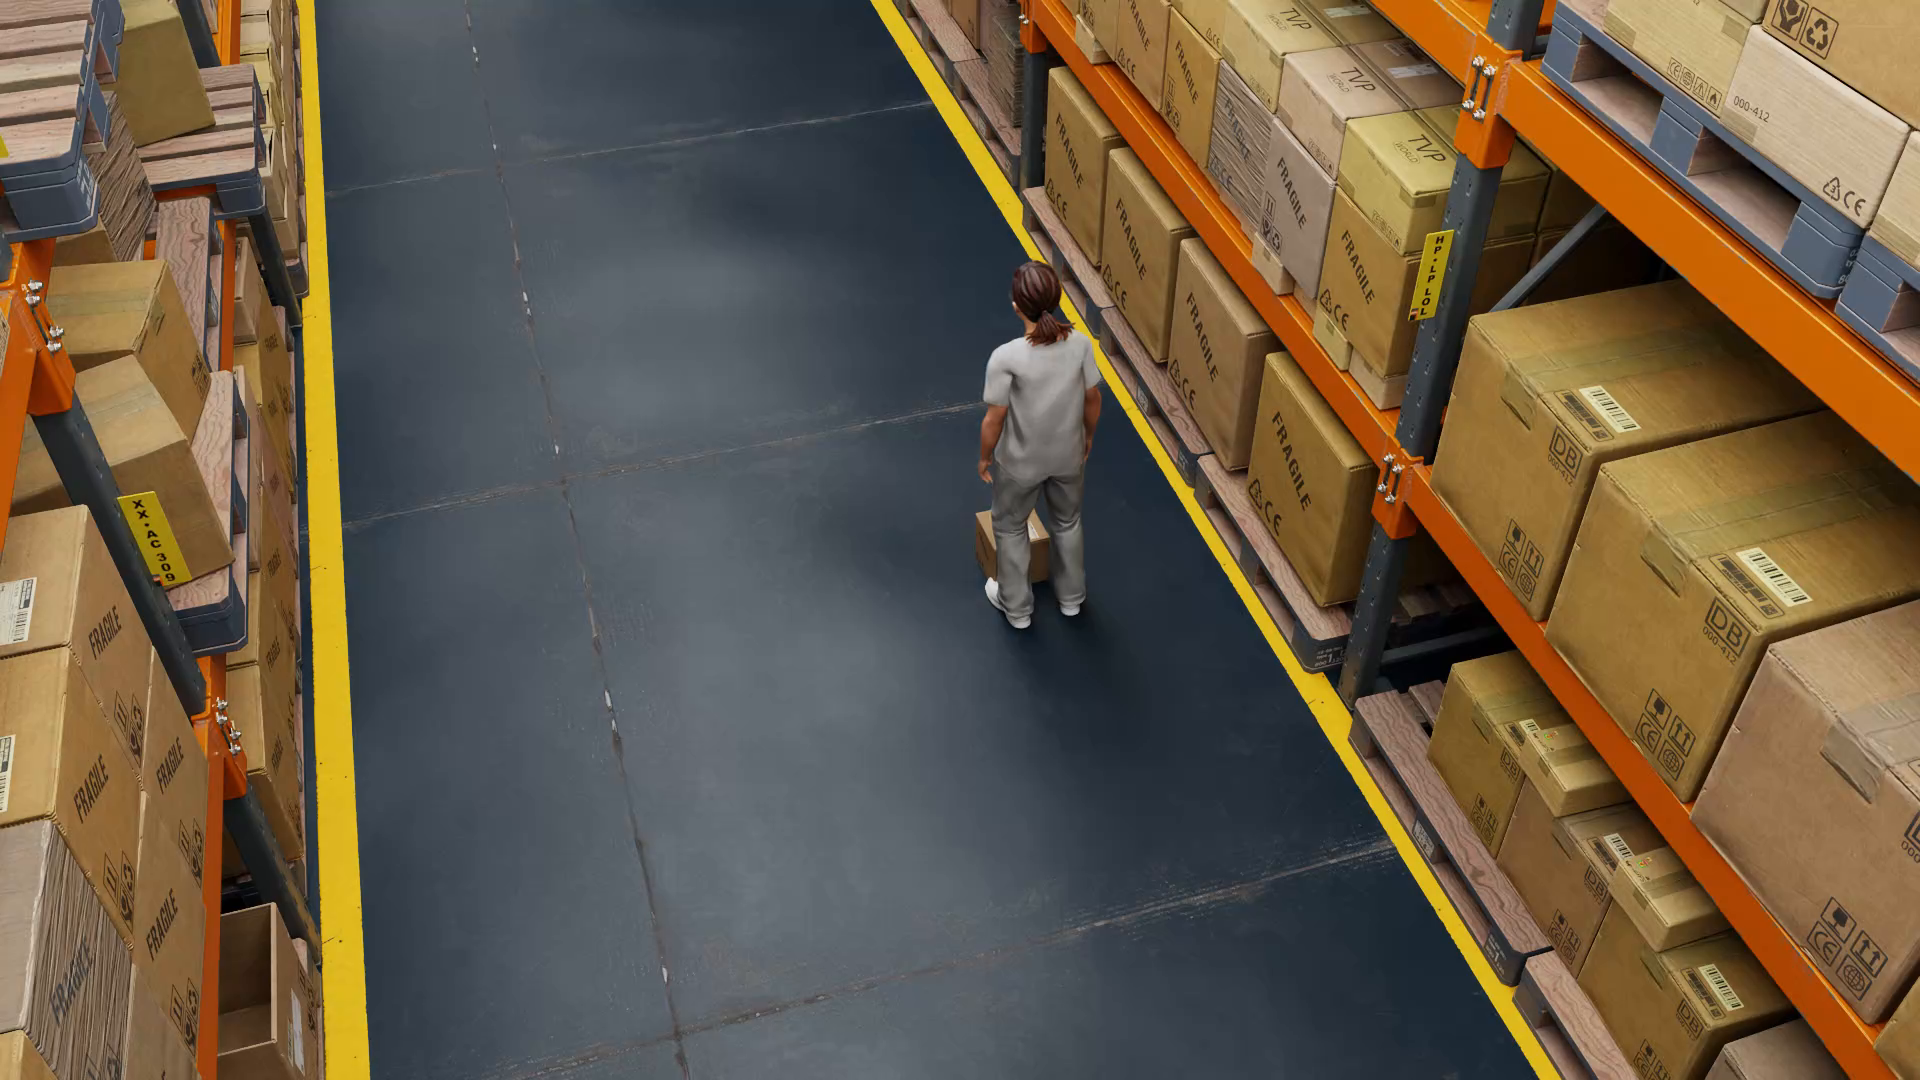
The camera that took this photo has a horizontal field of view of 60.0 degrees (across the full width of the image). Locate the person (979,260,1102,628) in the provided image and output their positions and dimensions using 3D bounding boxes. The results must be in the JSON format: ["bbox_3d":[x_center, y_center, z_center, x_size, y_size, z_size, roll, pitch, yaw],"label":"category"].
[{"bbox_3d":[0.308,-0.340,6.534,0.490,1.673,0.353,-12,44,-13],"label":"person"}]
